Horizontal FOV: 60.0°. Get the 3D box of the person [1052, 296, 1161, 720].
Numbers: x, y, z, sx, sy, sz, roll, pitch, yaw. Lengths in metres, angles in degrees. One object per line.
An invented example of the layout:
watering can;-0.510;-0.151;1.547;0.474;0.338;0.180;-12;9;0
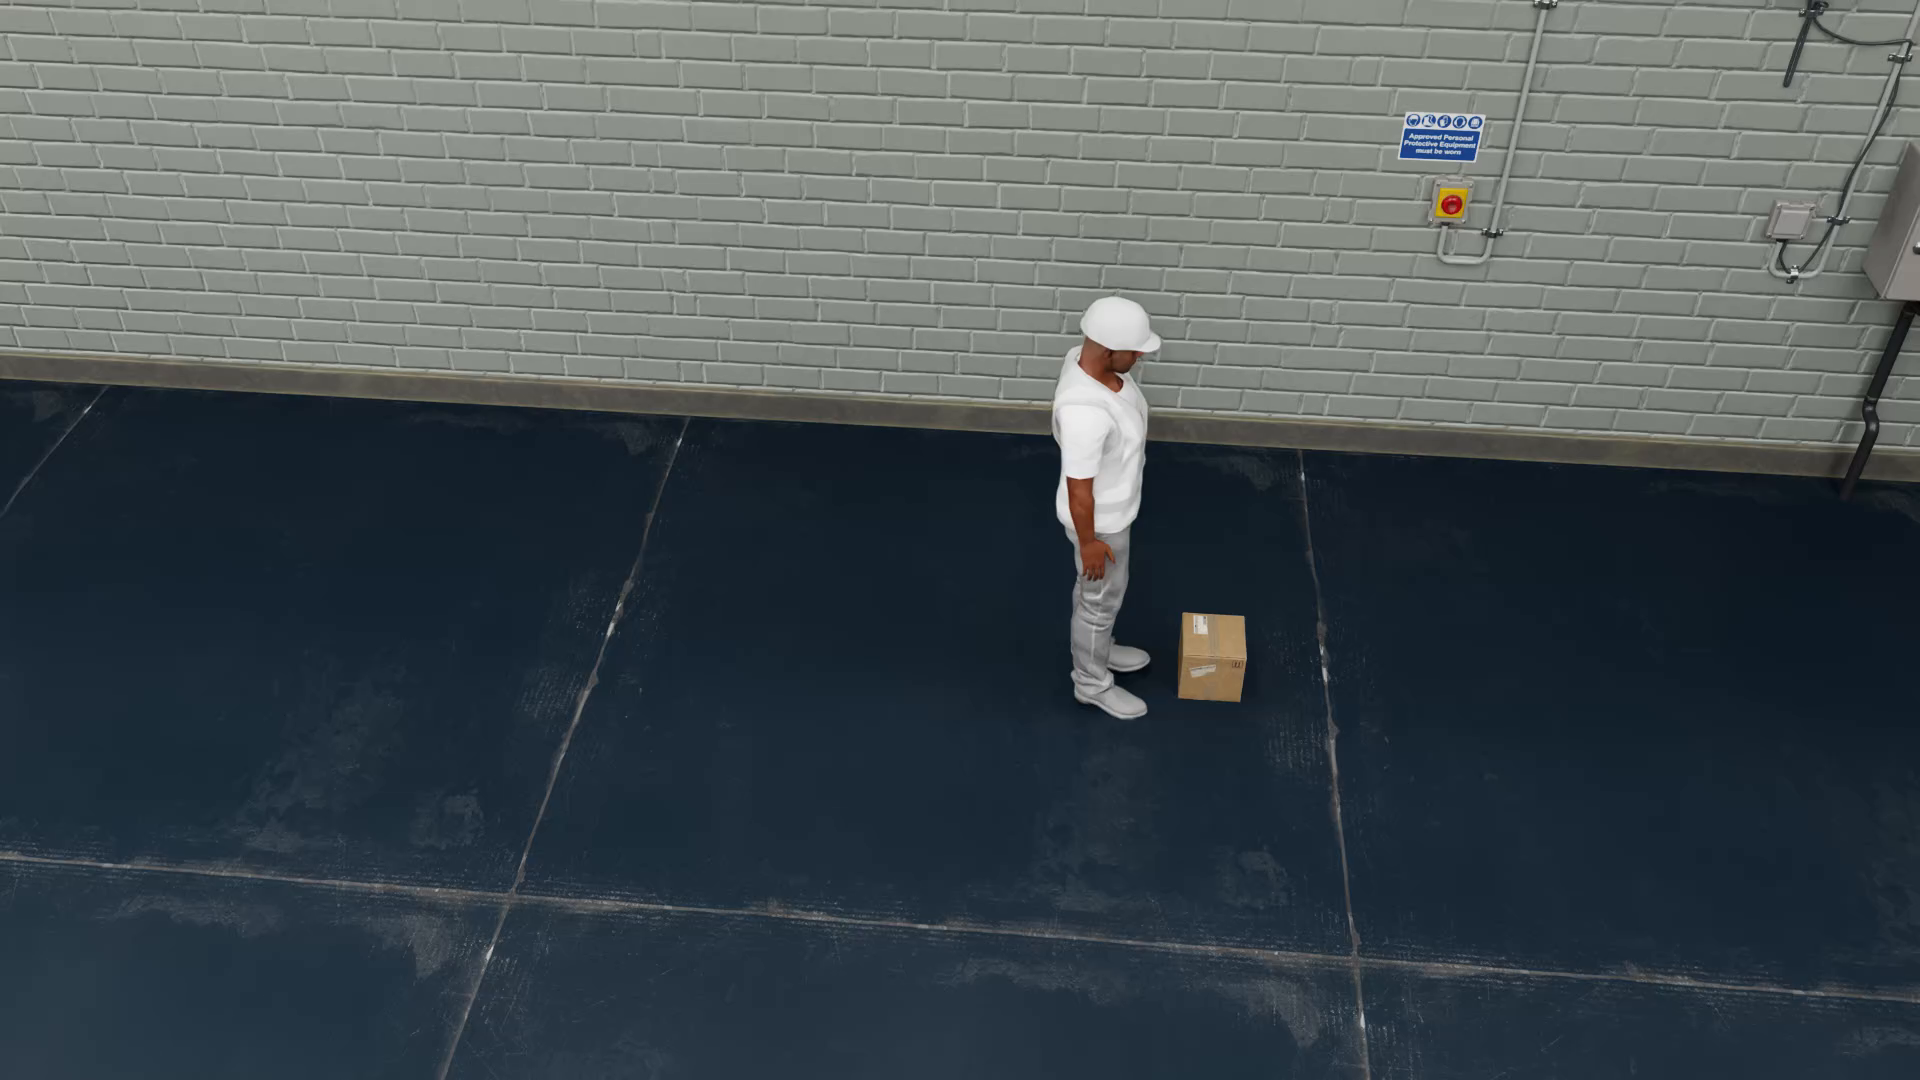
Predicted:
person;0.565;-0.133;6.276;0.444;1.789;0.571;6;40;7
